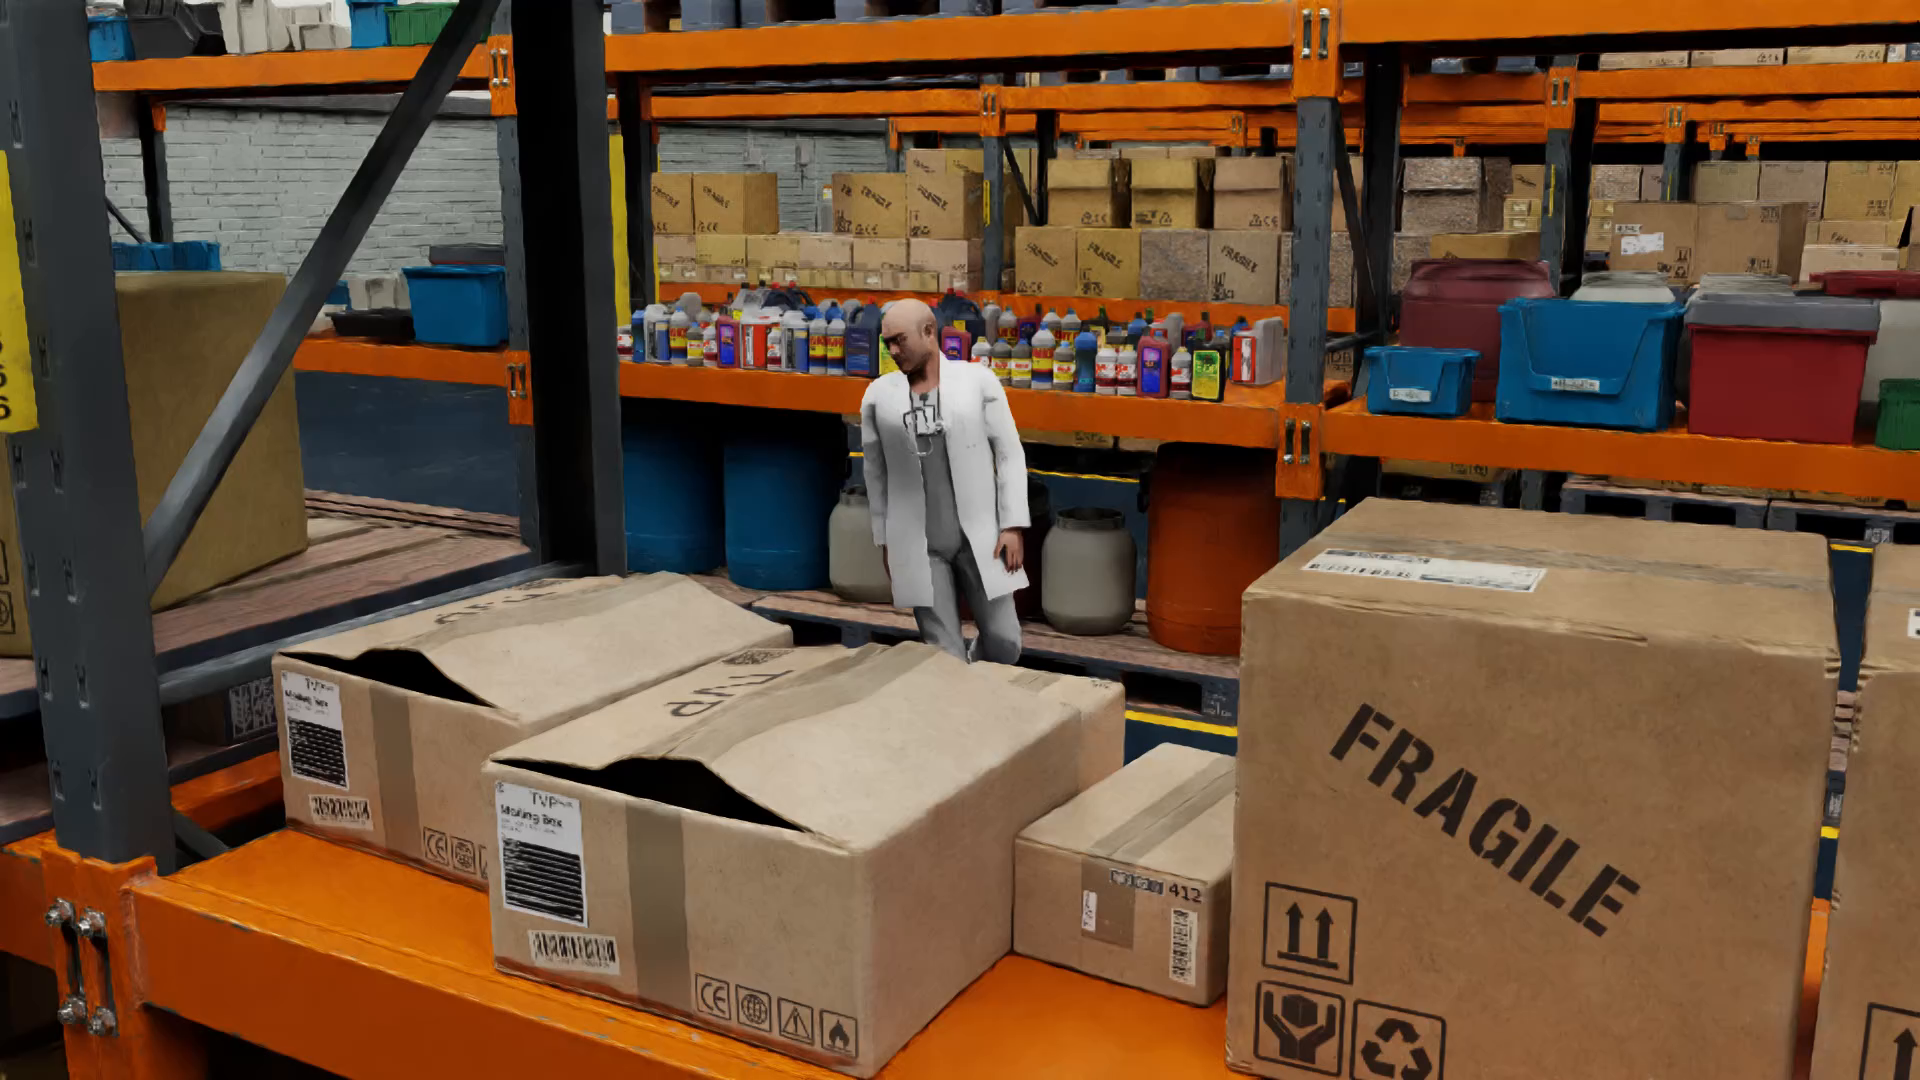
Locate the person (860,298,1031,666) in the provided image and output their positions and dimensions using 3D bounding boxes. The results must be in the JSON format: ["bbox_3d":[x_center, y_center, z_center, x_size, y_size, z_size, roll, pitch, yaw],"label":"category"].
[{"bbox_3d":[-0.051,-0.007,6.088,0.623,1.751,0.733,0,12,2],"label":"person"}]
